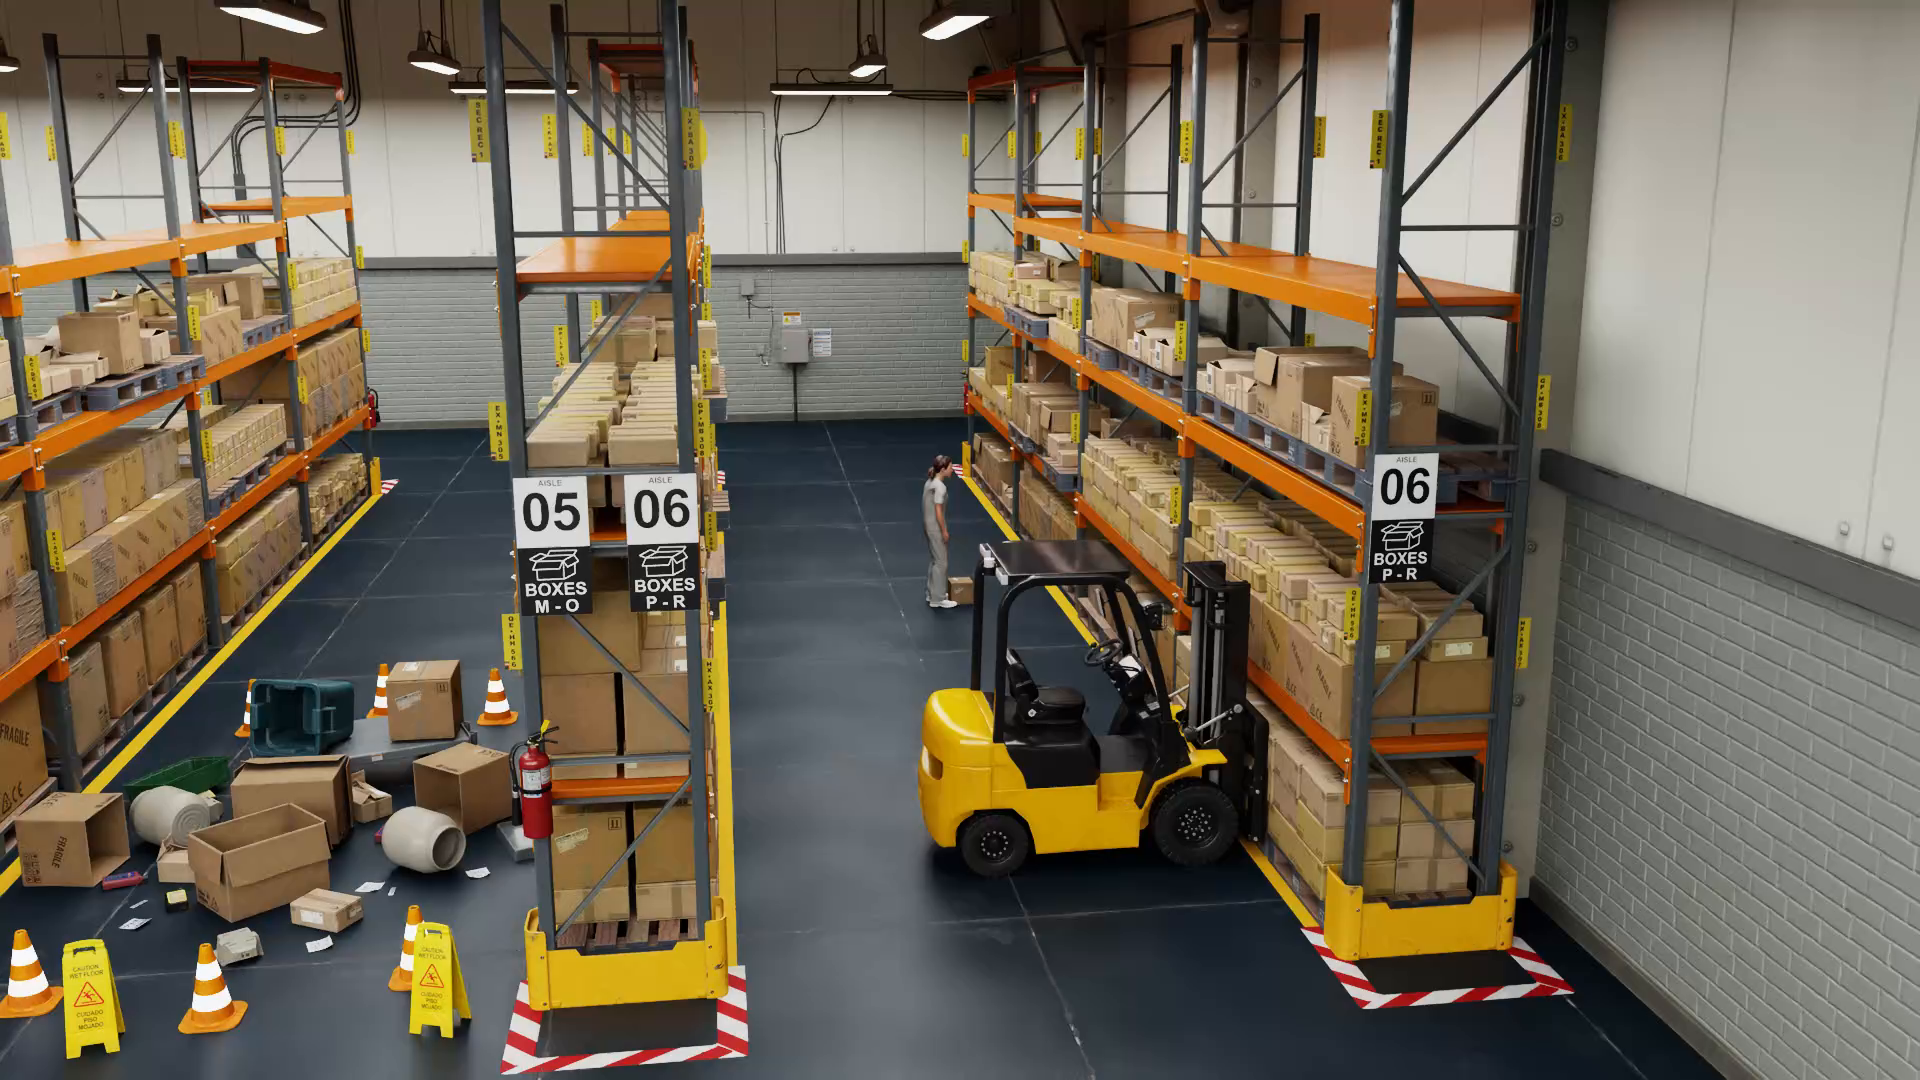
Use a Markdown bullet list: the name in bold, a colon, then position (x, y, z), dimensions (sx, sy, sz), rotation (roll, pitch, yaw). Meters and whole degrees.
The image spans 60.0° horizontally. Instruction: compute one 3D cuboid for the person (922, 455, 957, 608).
- **person**: position (-0.239, -0.111, 18.463), dimensions (0.351, 1.673, 0.505), rotation (-2, 13, -10)
